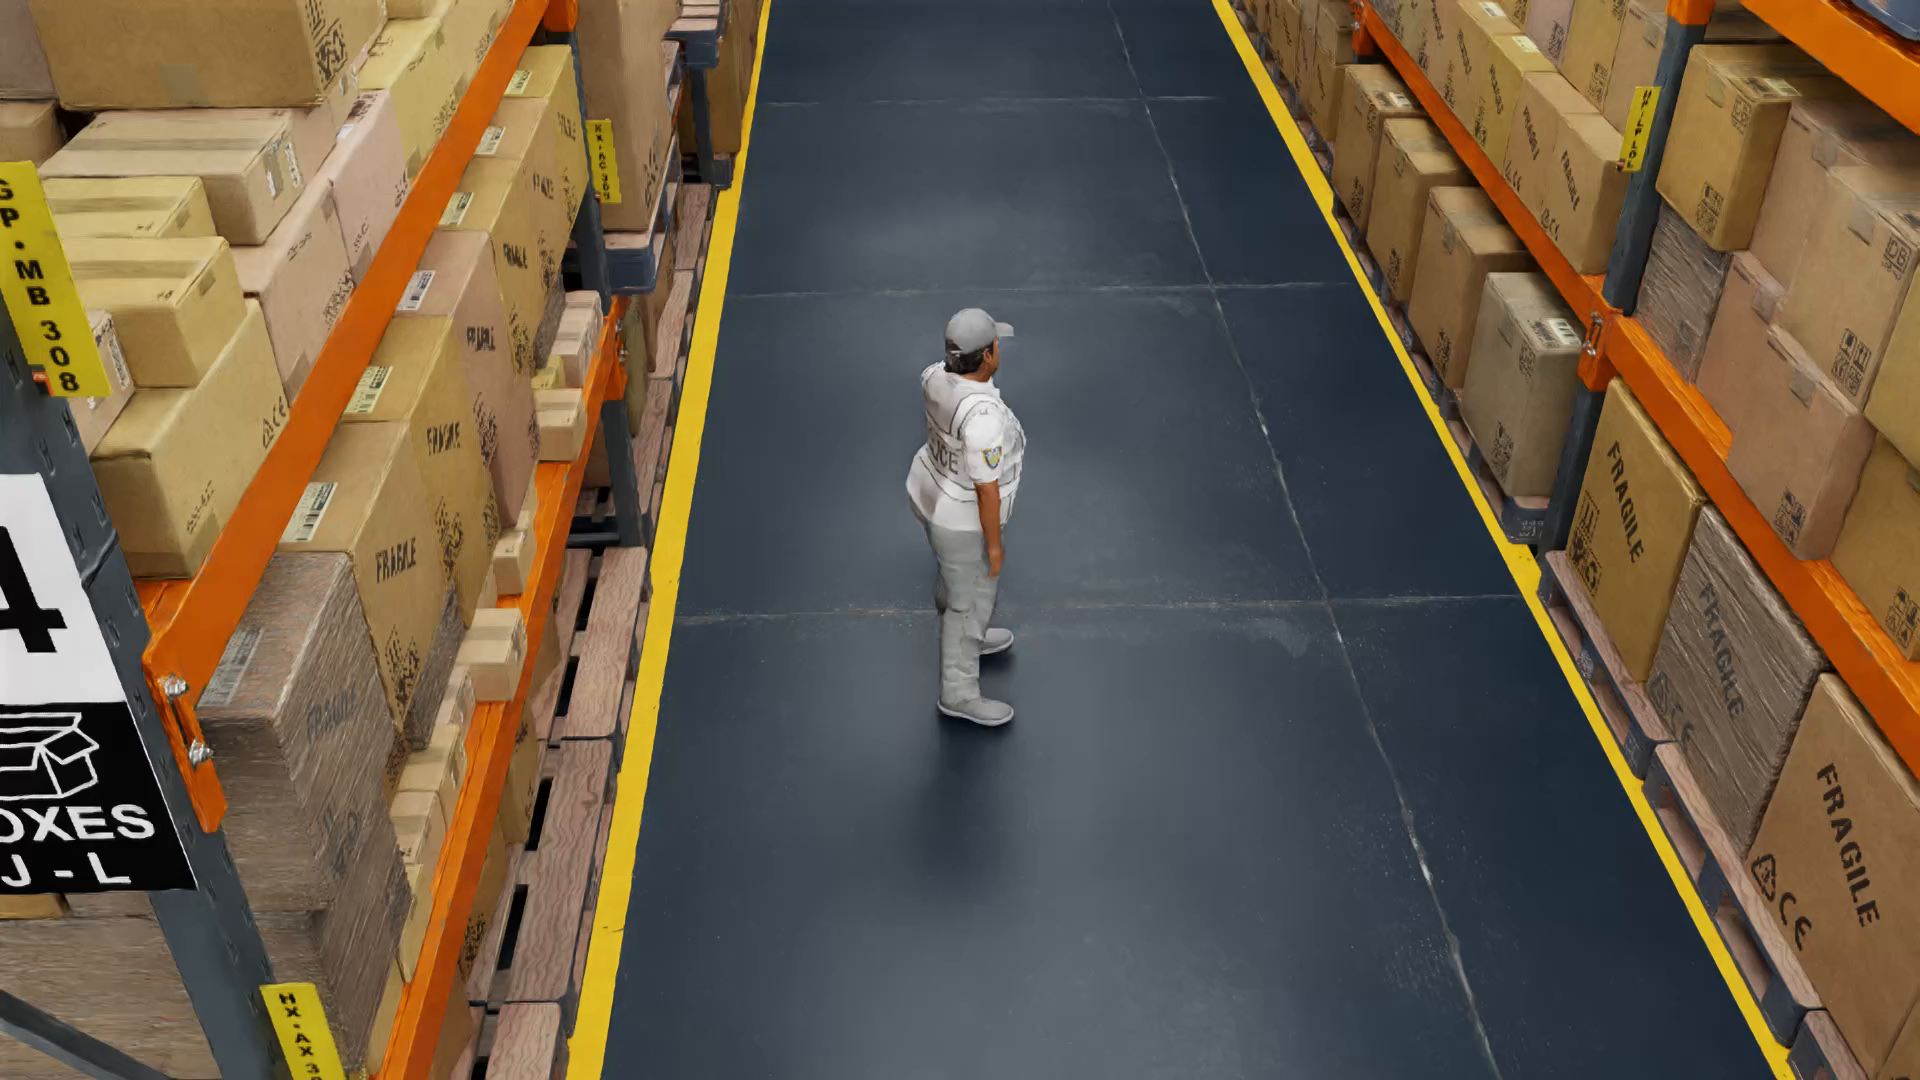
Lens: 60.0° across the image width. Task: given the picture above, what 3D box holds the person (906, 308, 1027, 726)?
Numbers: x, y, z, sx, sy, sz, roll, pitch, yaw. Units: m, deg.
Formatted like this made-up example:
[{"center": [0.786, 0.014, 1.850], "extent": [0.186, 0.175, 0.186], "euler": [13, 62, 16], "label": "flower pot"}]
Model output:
[{"center": [0.061, -0.104, 6.251], "extent": [0.470, 1.672, 0.562], "euler": [-14, 38, -18], "label": "person"}]
